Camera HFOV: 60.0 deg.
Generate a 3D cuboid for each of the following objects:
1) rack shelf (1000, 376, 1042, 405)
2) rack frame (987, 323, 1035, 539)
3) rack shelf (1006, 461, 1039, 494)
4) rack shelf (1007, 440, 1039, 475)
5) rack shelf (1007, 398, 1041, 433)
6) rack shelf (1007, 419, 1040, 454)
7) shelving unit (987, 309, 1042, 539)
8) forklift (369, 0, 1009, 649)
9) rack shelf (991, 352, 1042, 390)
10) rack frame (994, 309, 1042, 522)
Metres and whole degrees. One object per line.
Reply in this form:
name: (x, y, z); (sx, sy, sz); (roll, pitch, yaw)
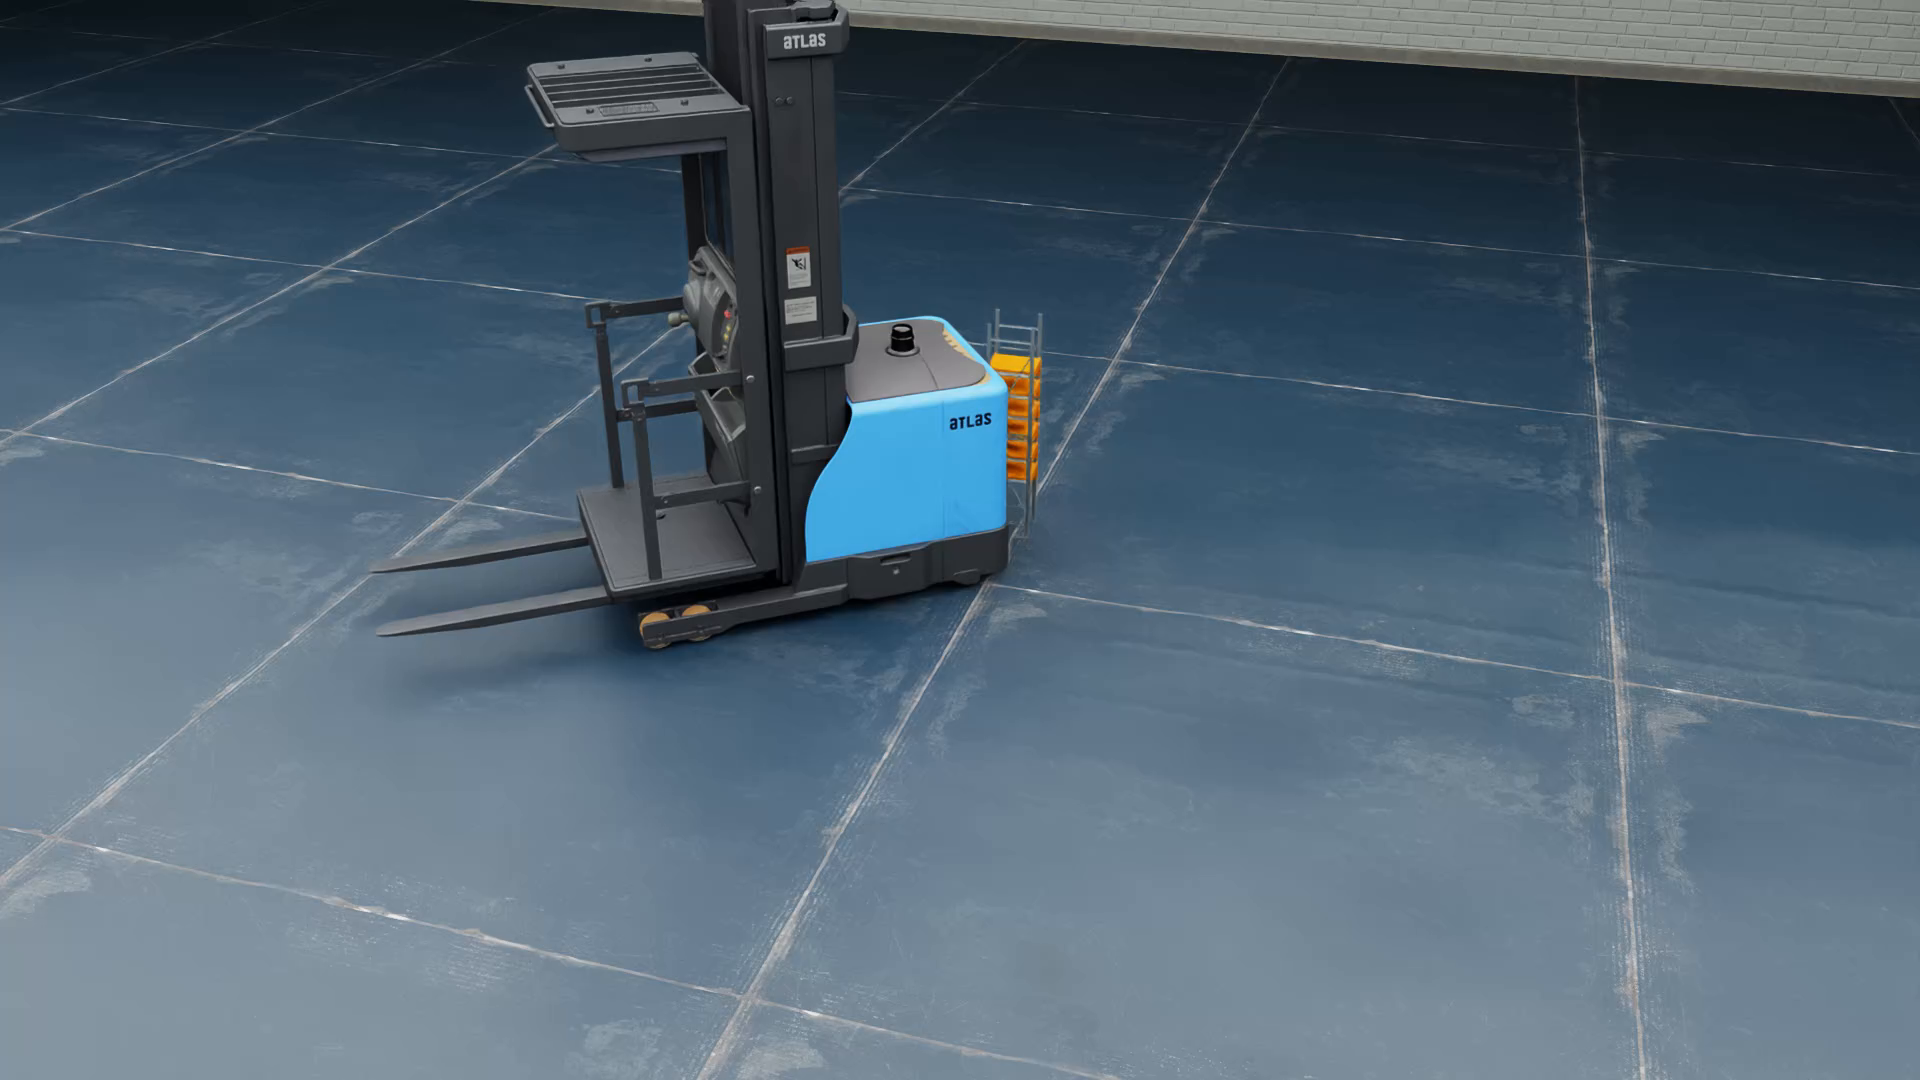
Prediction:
rack shelf: (0.270, -0.750, 8.453); (0.258, 0.103, 0.180); (7, 31, 11)
rack frame: (0.247, -0.537, 8.477); (0.240, 1.200, 0.006); (7, 31, 11)
rack shelf: (0.267, -0.338, 8.699); (0.258, 0.103, 0.180); (7, 31, 11)
rack shelf: (0.267, -0.441, 8.637); (0.258, 0.103, 0.180); (7, 31, 11)
rack shelf: (0.269, -0.647, 8.514); (0.258, 0.103, 0.180); (7, 31, 11)
rack shelf: (0.268, -0.544, 8.576); (0.258, 0.103, 0.180); (7, 31, 11)
shelving unit: (0.269, -0.582, 8.553); (0.258, 1.200, 0.189); (7, 31, 11)
forklift: (-1.330, -1.060, 7.640); (3.031, 2.935, 1.130); (-10, 31, -17)
rack shelf: (0.271, -0.853, 8.392); (0.258, 0.103, 0.180); (7, 31, 11)
rack frame: (0.290, -0.627, 8.630); (0.240, 1.200, 0.006); (7, 31, 11)
